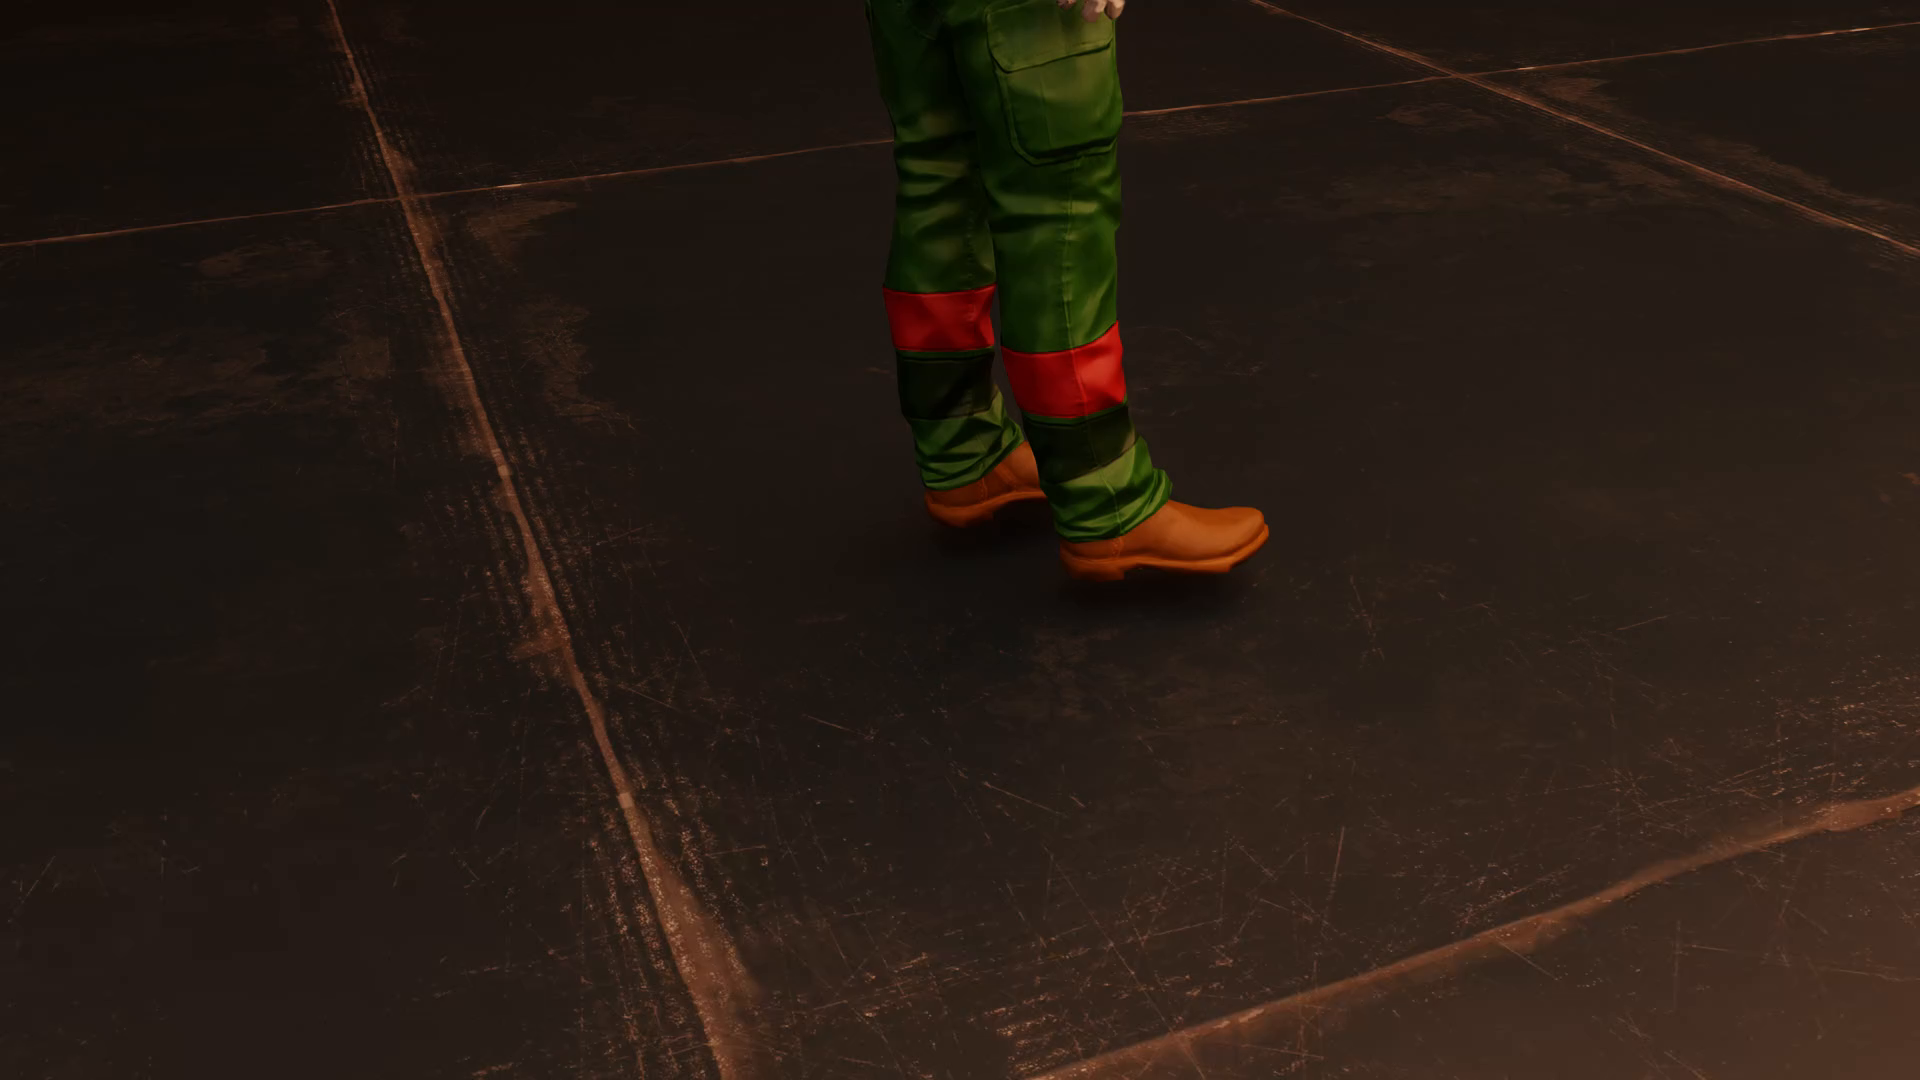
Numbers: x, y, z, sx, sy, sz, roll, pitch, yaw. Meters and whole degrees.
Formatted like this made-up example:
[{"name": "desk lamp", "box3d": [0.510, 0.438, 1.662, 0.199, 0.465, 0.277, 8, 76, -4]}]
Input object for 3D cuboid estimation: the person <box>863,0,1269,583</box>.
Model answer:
[{"name": "person", "box3d": [0.078, -0.828, 2.050, 0.564, 1.786, 0.638, -11, 32, -19]}]
